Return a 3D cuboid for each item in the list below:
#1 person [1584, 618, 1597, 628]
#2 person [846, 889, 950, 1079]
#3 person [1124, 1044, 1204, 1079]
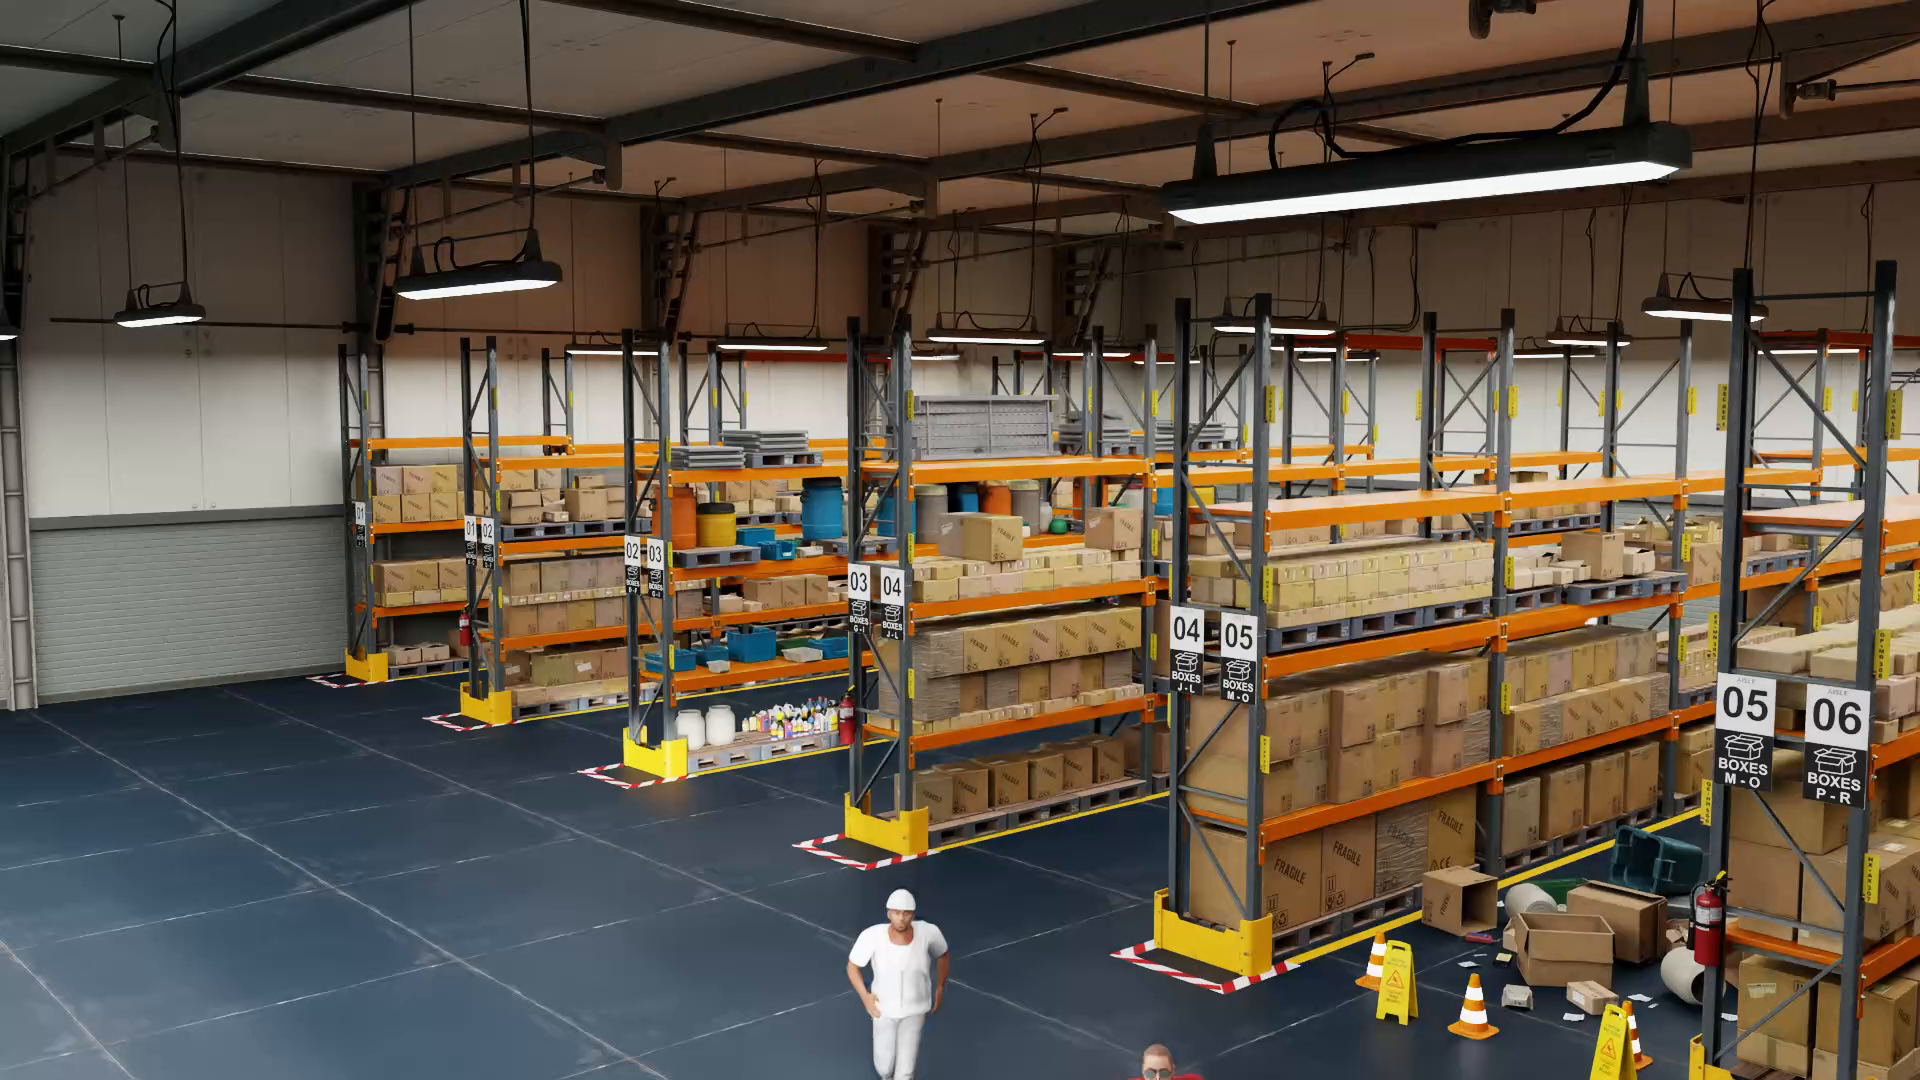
[{"bbox_3d":[9.431,2.057,24.881,0.640,1.819,0.791,4,7,39],"label":"person"},{"bbox_3d":[-0.428,3.269,11.614,0.727,1.751,0.883,0,5,-4],"label":"person"},{"bbox_3d":[1.052,3.523,9.093,0.658,1.752,1.015,1,5,9],"label":"person"}]
